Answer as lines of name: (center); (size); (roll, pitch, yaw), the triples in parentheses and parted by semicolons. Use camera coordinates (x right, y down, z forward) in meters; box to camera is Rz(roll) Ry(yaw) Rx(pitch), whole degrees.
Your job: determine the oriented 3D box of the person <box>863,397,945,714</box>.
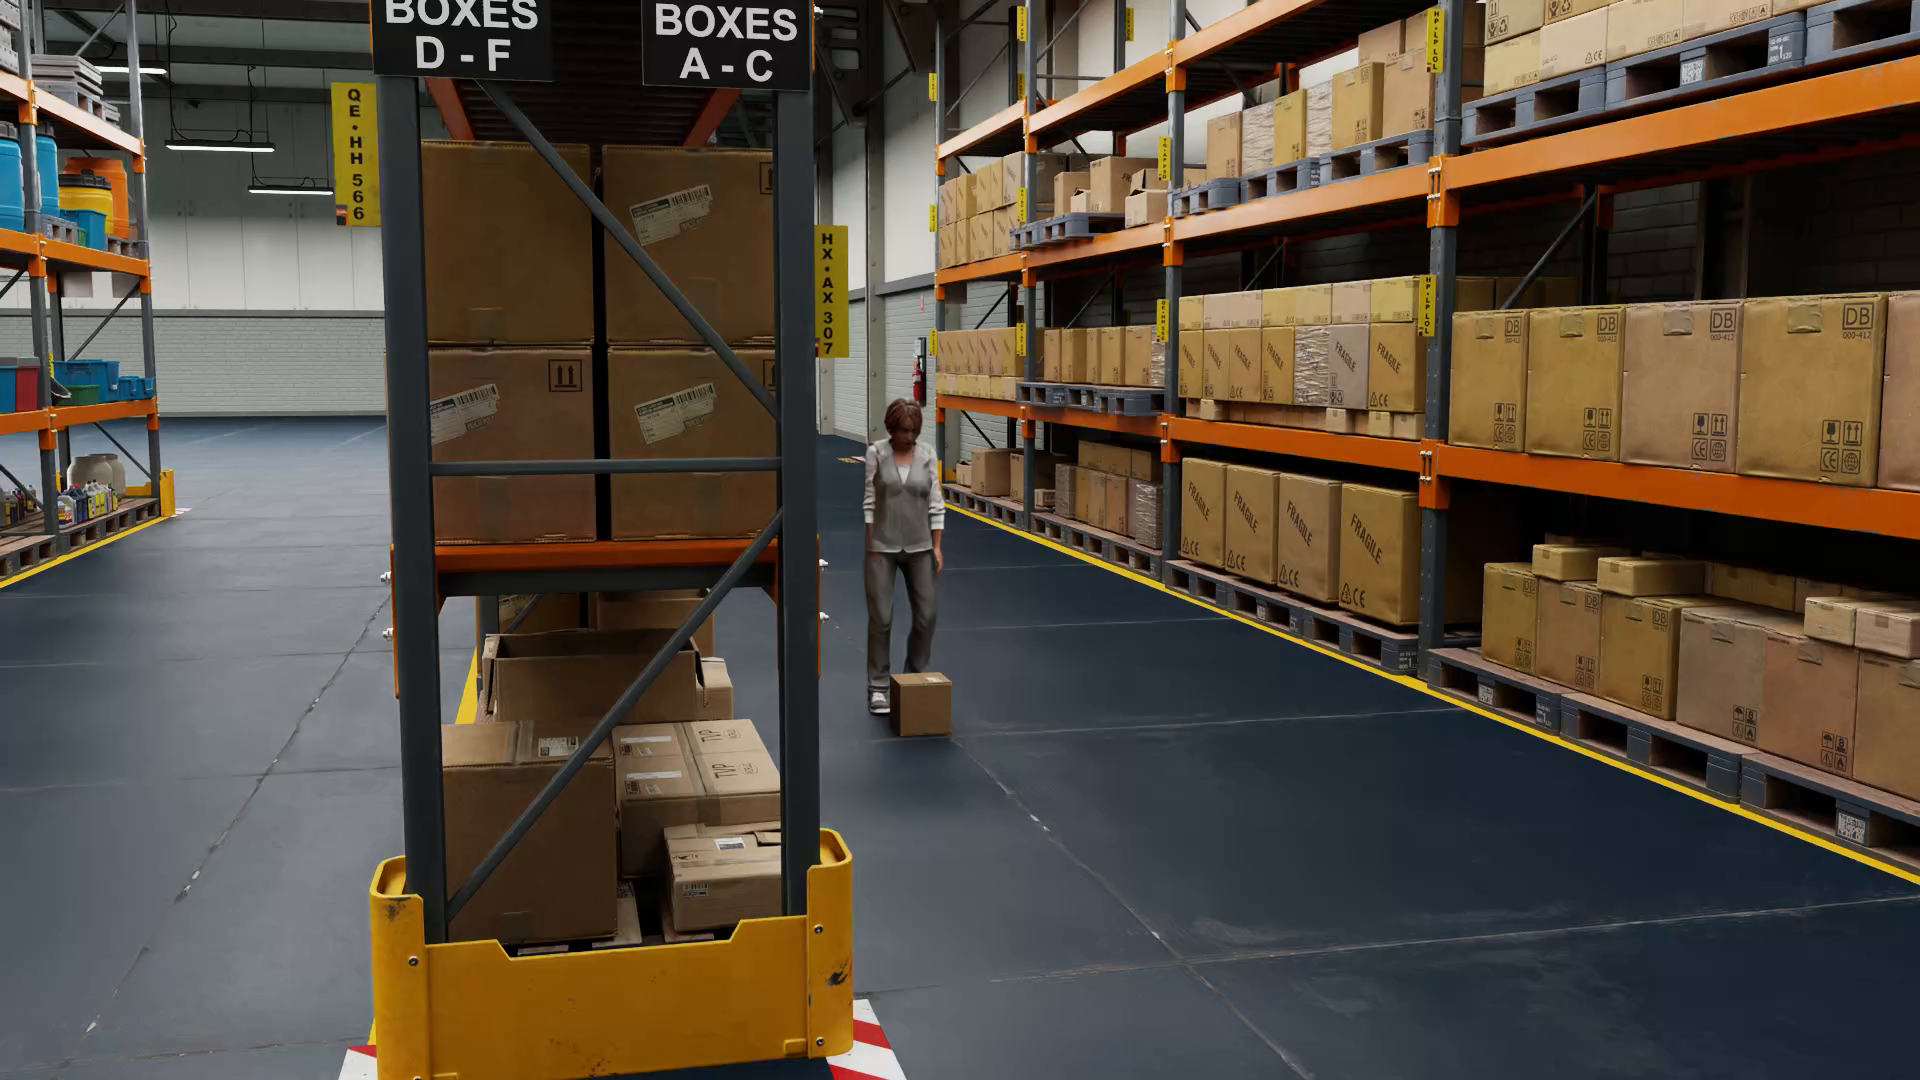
person: (-0.280, 0.085, 8.324); (0.417, 1.564, 0.341); (-1, 6, -12)
